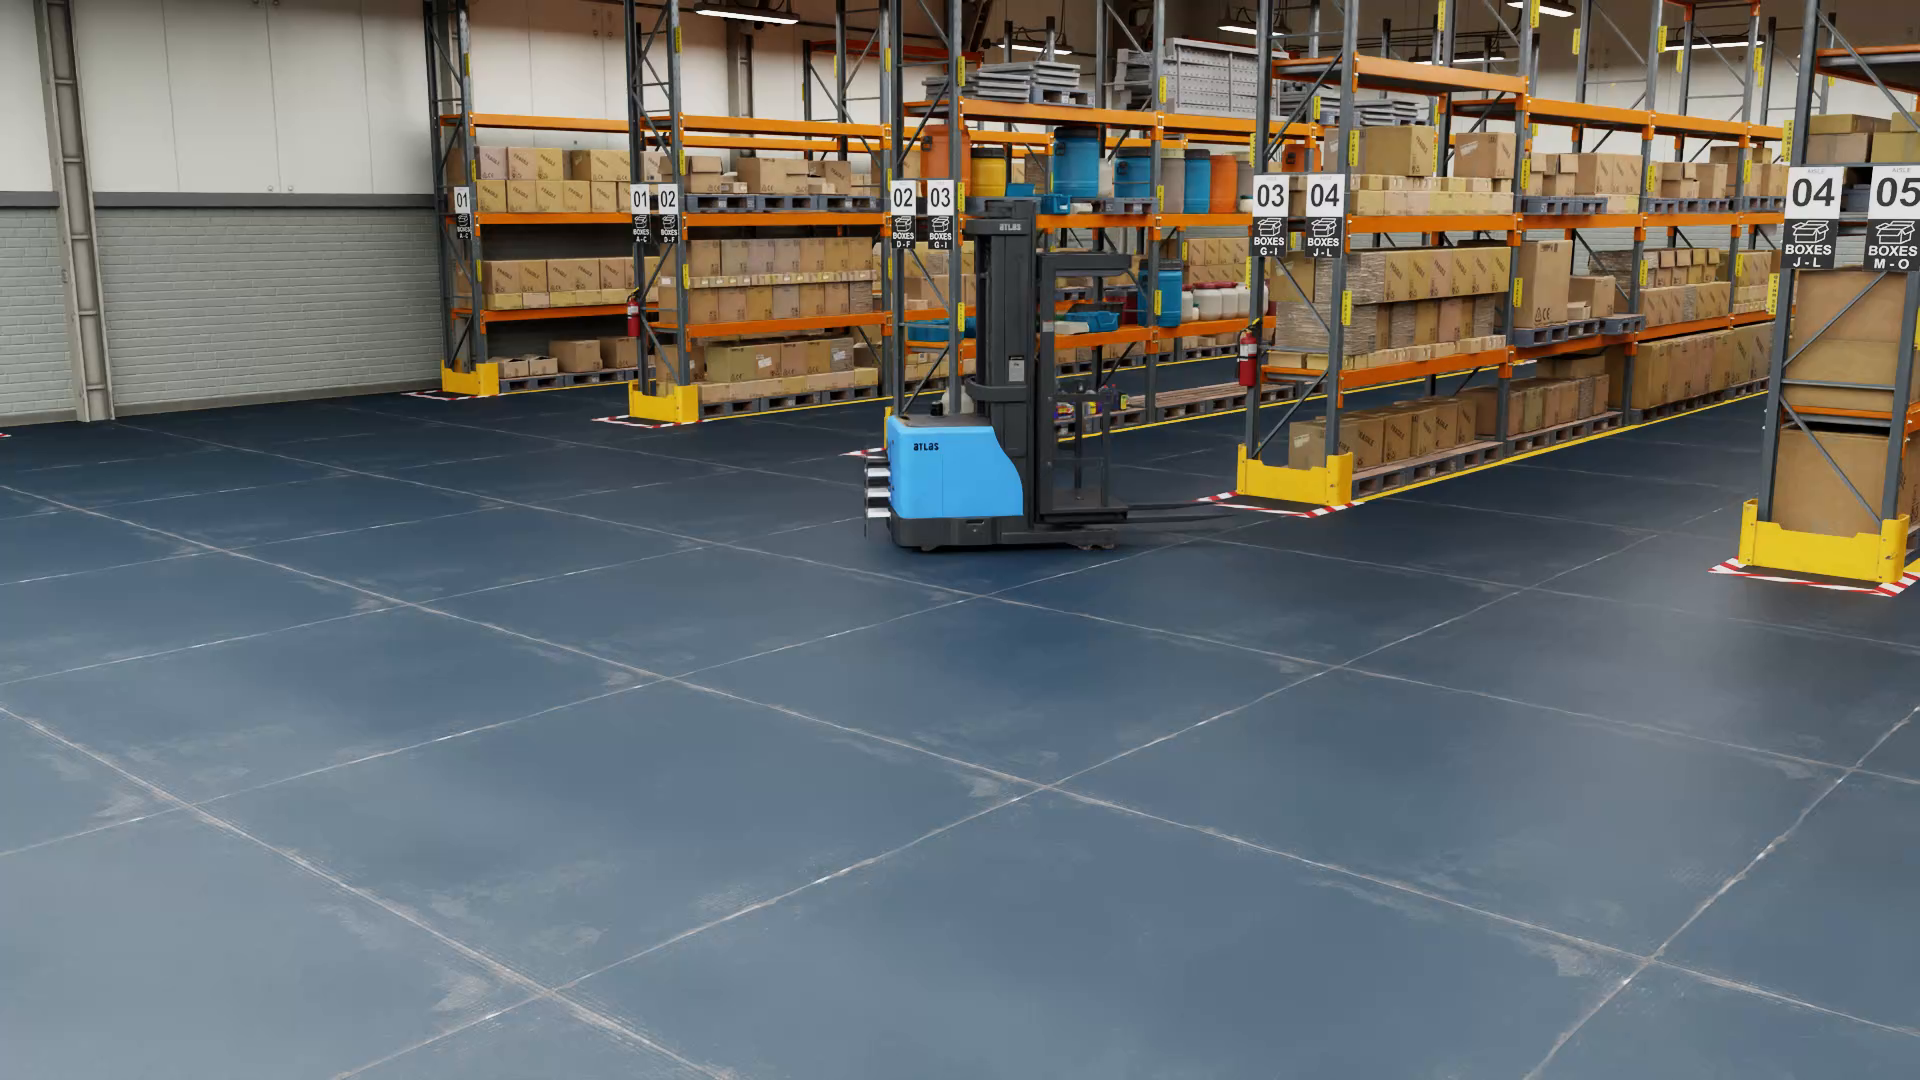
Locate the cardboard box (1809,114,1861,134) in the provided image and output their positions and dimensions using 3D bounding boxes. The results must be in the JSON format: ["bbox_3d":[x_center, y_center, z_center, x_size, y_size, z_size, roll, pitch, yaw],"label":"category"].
[{"bbox_3d":[6.950,-3.319,13.288,0.380,0.149,0.250,10,15,41],"label":"cardboard box"}]

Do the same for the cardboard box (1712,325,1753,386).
[{"bbox_3d":[11.740,-2.904,25.944,0.875,0.875,0.875,10,15,40],"label":"cardboard box"}]

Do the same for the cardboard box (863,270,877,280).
[{"bbox_3d":[-1.494,-4.057,25.453,0.380,0.149,0.250,10,15,40],"label":"cardboard box"}]

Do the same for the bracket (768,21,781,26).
[{"bbox_3d":[-3.525,-9.629,30.754,0.235,0.232,0.430,10,15,40],"label":"bracket"}]

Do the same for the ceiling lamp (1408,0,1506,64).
[{"bbox_3d":[10.095,-11.398,33.900,2.000,3.185,0.800,10,15,40],"label":"ceiling lamp"}]

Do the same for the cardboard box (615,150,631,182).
[{"bbox_3d":[-5.681,-6.226,27.708,0.500,0.500,0.500,11,16,43],"label":"cardboard box"}]

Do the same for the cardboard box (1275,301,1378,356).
[{"bbox_3d":[3.707,-2.160,16.852,0.875,0.500,0.500,10,15,40],"label":"cardboard box"}]

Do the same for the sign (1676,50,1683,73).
[{"bbox_3d":[10.844,-7.206,25.026,0.100,0.325,0.005,10,15,40],"label":"sign"}]

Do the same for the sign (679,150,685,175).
[{"bbox_3d":[-3.702,-5.035,22.168,0.100,0.325,0.005,10,15,40],"label":"sign"}]

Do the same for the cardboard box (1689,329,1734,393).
[{"bbox_3d":[10.837,-2.720,25.025,1.225,0.875,0.875,10,15,41],"label":"cardboard box"}]

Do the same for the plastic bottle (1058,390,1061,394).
[{"bbox_3d":[1.274,-1.940,22.407,0.144,0.351,0.185,9,14,38],"label":"plastic bottle"}]

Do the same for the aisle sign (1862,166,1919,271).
[{"bbox_3d":[7.161,-2.457,12.717,0.394,0.787,0.004,10,15,40],"label":"aisle sign"}]

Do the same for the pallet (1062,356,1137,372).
[{"bbox_3d":[2.492,-3.262,30.505,1.003,0.211,1.213,10,15,40],"label":"pallet"}]

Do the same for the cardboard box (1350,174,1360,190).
[{"bbox_3d":[3.679,-3.491,16.238,0.380,0.149,0.250,10,15,40],"label":"cardboard box"}]

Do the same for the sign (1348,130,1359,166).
[{"bbox_3d":[3.731,-3.717,15.773,0.100,0.325,0.005,10,15,40],"label":"sign"}]

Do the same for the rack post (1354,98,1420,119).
[{"bbox_3d":[6.945,-7.078,27.368,0.937,0.300,0.954,9,15,39],"label":"rack post"}]

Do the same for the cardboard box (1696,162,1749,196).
[{"bbox_3d":[11.716,-5.551,25.604,0.700,0.500,0.500,9,14,37],"label":"cardboard box"}]

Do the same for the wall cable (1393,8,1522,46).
[{"bbox_3d":[11.082,-12.325,36.865,3.097,2.526,0.112,10,15,40],"label":"wall cable"}]

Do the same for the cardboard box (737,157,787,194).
[{"bbox_3d":[-2.814,-5.172,23.607,0.500,0.500,0.500,10,15,40],"label":"cardboard box"}]

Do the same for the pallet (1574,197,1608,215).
[{"bbox_3d":[7.134,-4.085,20.326,1.213,0.211,1.003,10,15,40],"label":"pallet"}]

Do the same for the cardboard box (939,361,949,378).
[{"bbox_3d":[-0.344,-2.794,26.989,0.500,0.250,0.500,9,15,39],"label":"cardboard box"}]

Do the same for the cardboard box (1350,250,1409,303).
[{"bbox_3d":[4.227,-2.691,16.959,0.500,0.500,0.500,10,15,40],"label":"cardboard box"}]

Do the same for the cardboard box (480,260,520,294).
[{"bbox_3d":[-7.298,-4.144,26.219,0.500,0.500,0.500,10,15,40],"label":"cardboard box"}]

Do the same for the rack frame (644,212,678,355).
[{"bbox_3d":[-5.199,-4.397,29.069,1.000,3.000,0.127,10,15,40],"label":"rack frame"}]

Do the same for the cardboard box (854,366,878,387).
[{"bbox_3d":[-1.617,-2.519,25.610,0.500,0.250,0.500,10,15,40],"label":"cardboard box"}]

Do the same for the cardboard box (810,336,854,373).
[{"bbox_3d":[-1.956,-2.814,25.176,0.500,0.500,0.500,10,15,40],"label":"cardboard box"}]

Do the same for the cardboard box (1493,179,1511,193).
[{"bbox_3d":[5.966,-3.984,18.705,0.380,0.149,0.250,10,15,42],"label":"cardboard box"}]

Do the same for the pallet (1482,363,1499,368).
[{"bbox_3d":[9.591,-3.398,31.186,1.003,0.211,1.213,10,15,40],"label":"pallet"}]

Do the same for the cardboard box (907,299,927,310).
[{"bbox_3d":[-0.737,-3.738,26.410,0.380,0.149,0.250,10,15,40],"label":"cardboard box"}]

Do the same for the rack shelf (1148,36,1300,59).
[{"bbox_3d":[5.126,-9.448,32.389,1.077,0.370,4.000,10,15,40],"label":"rack shelf"}]

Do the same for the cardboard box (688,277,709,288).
[{"bbox_3d":[-3.695,-3.566,22.995,0.380,0.149,0.250,10,15,40],"label":"cardboard box"}]

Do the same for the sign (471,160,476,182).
[{"bbox_3d":[-7.431,-5.638,25.392,0.100,0.325,0.005,10,15,40],"label":"sign"}]

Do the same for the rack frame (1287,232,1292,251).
[{"bbox_3d":[6.446,-5.523,34.705,1.000,3.000,0.127,10,15,40],"label":"rack frame"}]

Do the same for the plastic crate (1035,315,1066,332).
[{"bbox_3d":[1.135,-2.849,21.859,0.450,0.188,0.662,10,15,40],"label":"plastic crate"}]

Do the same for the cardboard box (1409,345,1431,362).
[{"bbox_3d":[4.754,-1.984,17.626,0.380,0.149,0.250,10,15,40],"label":"cardboard box"}]

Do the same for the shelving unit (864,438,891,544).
[{"bbox_3d":[-0.724,-0.434,14.585,0.210,0.900,0.258,-2,11,-9],"label":"shelving unit"}]

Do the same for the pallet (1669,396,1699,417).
[{"bbox_3d":[9.987,-1.982,24.096,1.003,0.211,1.213,10,15,40],"label":"pallet"}]

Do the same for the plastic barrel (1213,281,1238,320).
[{"bbox_3d":[3.810,-3.467,24.065,0.433,0.535,0.433,0,11,0],"label":"plastic barrel"}]

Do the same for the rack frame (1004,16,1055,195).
[{"bbox_3d":[1.165,-7.288,28.224,1.000,3.000,0.127,10,15,40],"label":"rack frame"}]

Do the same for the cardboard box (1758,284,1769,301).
[{"bbox_3d":[12.421,-3.910,26.253,0.500,0.250,0.500,10,15,42],"label":"cardboard box"}]

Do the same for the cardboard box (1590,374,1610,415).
[{"bbox_3d":[8.177,-1.953,22.092,0.700,0.500,0.500,9,14,37],"label":"cardboard box"}]

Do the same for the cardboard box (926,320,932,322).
[{"bbox_3d":[-0.834,-4.483,33.912,0.750,0.750,0.750,10,15,42],"label":"cardboard box"}]

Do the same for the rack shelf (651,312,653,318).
[{"bbox_3d":[-3.878,-4.339,30.613,1.077,0.370,4.000,10,15,40],"label":"rack shelf"}]

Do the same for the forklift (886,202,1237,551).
[{"bbox_3d":[0.901,-1.457,14.521,3.031,2.935,1.130,-2,11,-9],"label":"forklift"}]

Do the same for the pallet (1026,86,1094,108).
[{"bbox_3d":[0.915,-5.464,20.598,1.003,0.211,1.213,10,15,40],"label":"pallet"}]

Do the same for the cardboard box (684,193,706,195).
[{"bbox_3d":[-4.778,-6.193,29.075,0.500,0.500,0.500,-9,15,-39],"label":"cardboard box"}]

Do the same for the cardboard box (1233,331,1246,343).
[{"bbox_3d":[5.623,-4.143,33.690,0.500,0.250,0.500,10,15,40],"label":"cardboard box"}]

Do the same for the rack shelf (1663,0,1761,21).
[{"bbox_3d":[9.925,-7.578,23.027,1.077,0.370,4.000,10,15,40],"label":"rack shelf"}]

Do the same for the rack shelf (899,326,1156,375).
[{"bbox_3d":[0.923,-2.469,21.253,1.077,0.370,4.000,10,15,40],"label":"rack shelf"}]

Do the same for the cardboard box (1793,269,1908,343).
[{"bbox_3d":[7.257,-1.884,13.346,0.875,0.550,0.550,10,15,40],"label":"cardboard box"}]

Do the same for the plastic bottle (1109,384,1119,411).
[{"bbox_3d":[2.035,-1.901,22.211,0.144,0.351,0.185,9,15,39],"label":"plastic bottle"}]
